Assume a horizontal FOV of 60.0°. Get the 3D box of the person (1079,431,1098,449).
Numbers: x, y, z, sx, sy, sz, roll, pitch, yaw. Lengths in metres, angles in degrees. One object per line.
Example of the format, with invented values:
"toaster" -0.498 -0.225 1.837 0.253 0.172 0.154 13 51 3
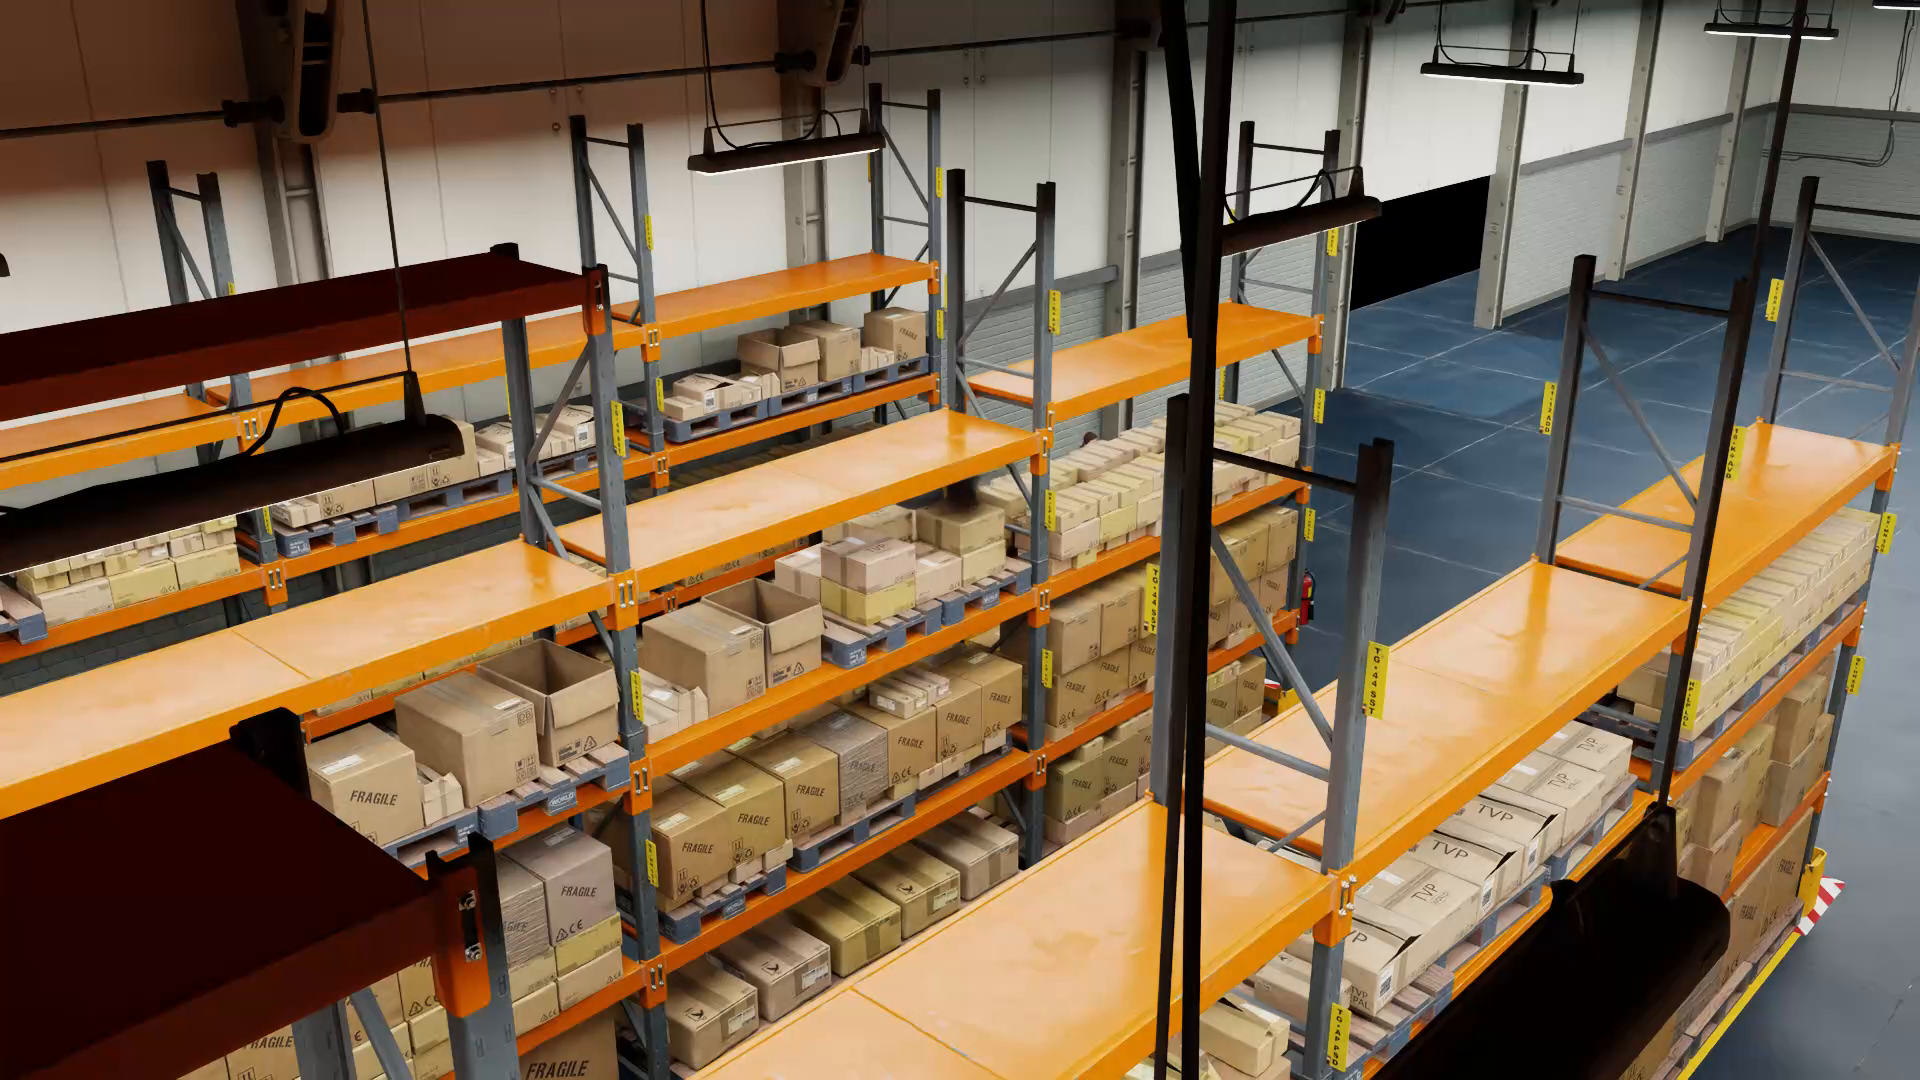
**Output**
"person" 1.612 -0.573 21.154 0.396 1.687 0.546 16 26 36
